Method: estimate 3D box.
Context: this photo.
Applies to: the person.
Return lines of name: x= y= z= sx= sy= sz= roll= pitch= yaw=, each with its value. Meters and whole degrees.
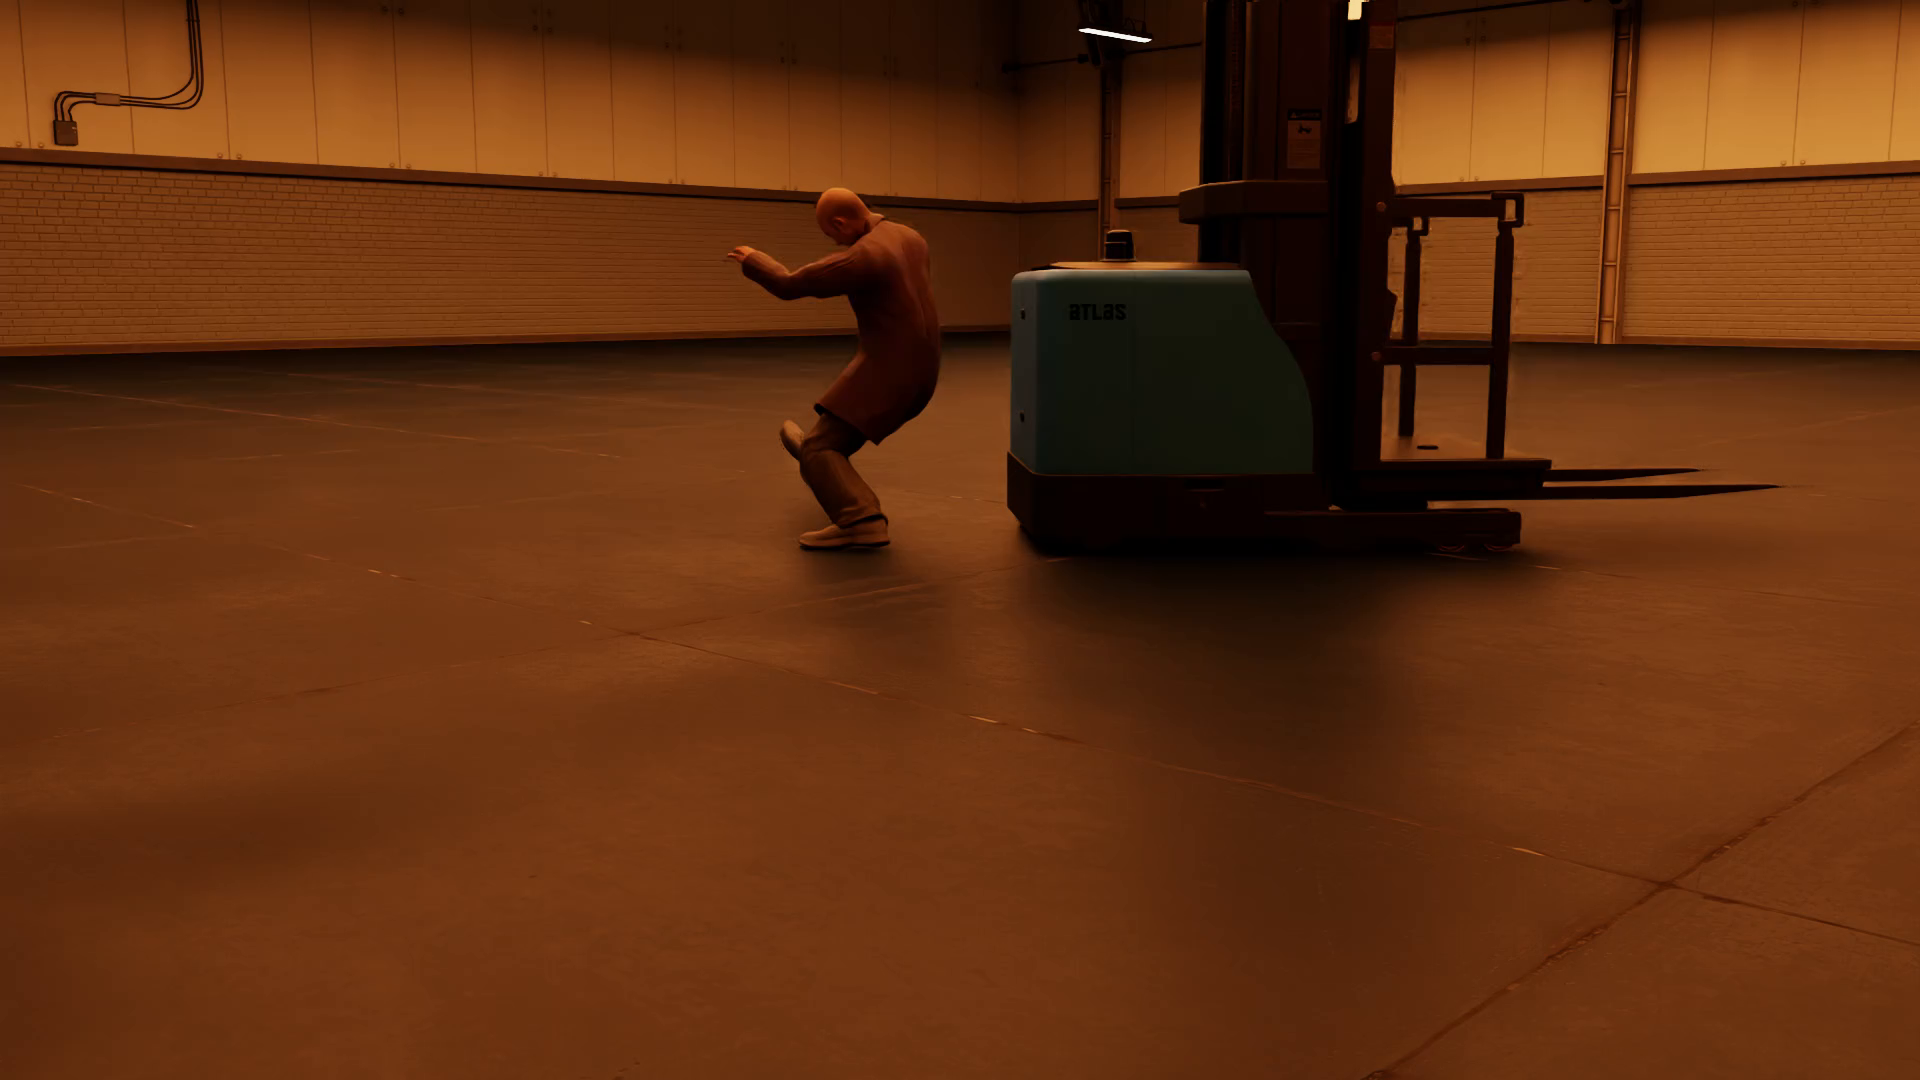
person: x=-0.576 y=-0.738 z=7.002 sx=1.261 sy=1.416 sz=1.059 roll=6 pitch=10 yaw=34

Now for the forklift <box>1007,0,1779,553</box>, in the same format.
forklift: x=1.748 y=-1.477 z=6.682 sx=3.031 sy=2.935 sz=1.130 roll=-1 pitch=9 yaw=-5
